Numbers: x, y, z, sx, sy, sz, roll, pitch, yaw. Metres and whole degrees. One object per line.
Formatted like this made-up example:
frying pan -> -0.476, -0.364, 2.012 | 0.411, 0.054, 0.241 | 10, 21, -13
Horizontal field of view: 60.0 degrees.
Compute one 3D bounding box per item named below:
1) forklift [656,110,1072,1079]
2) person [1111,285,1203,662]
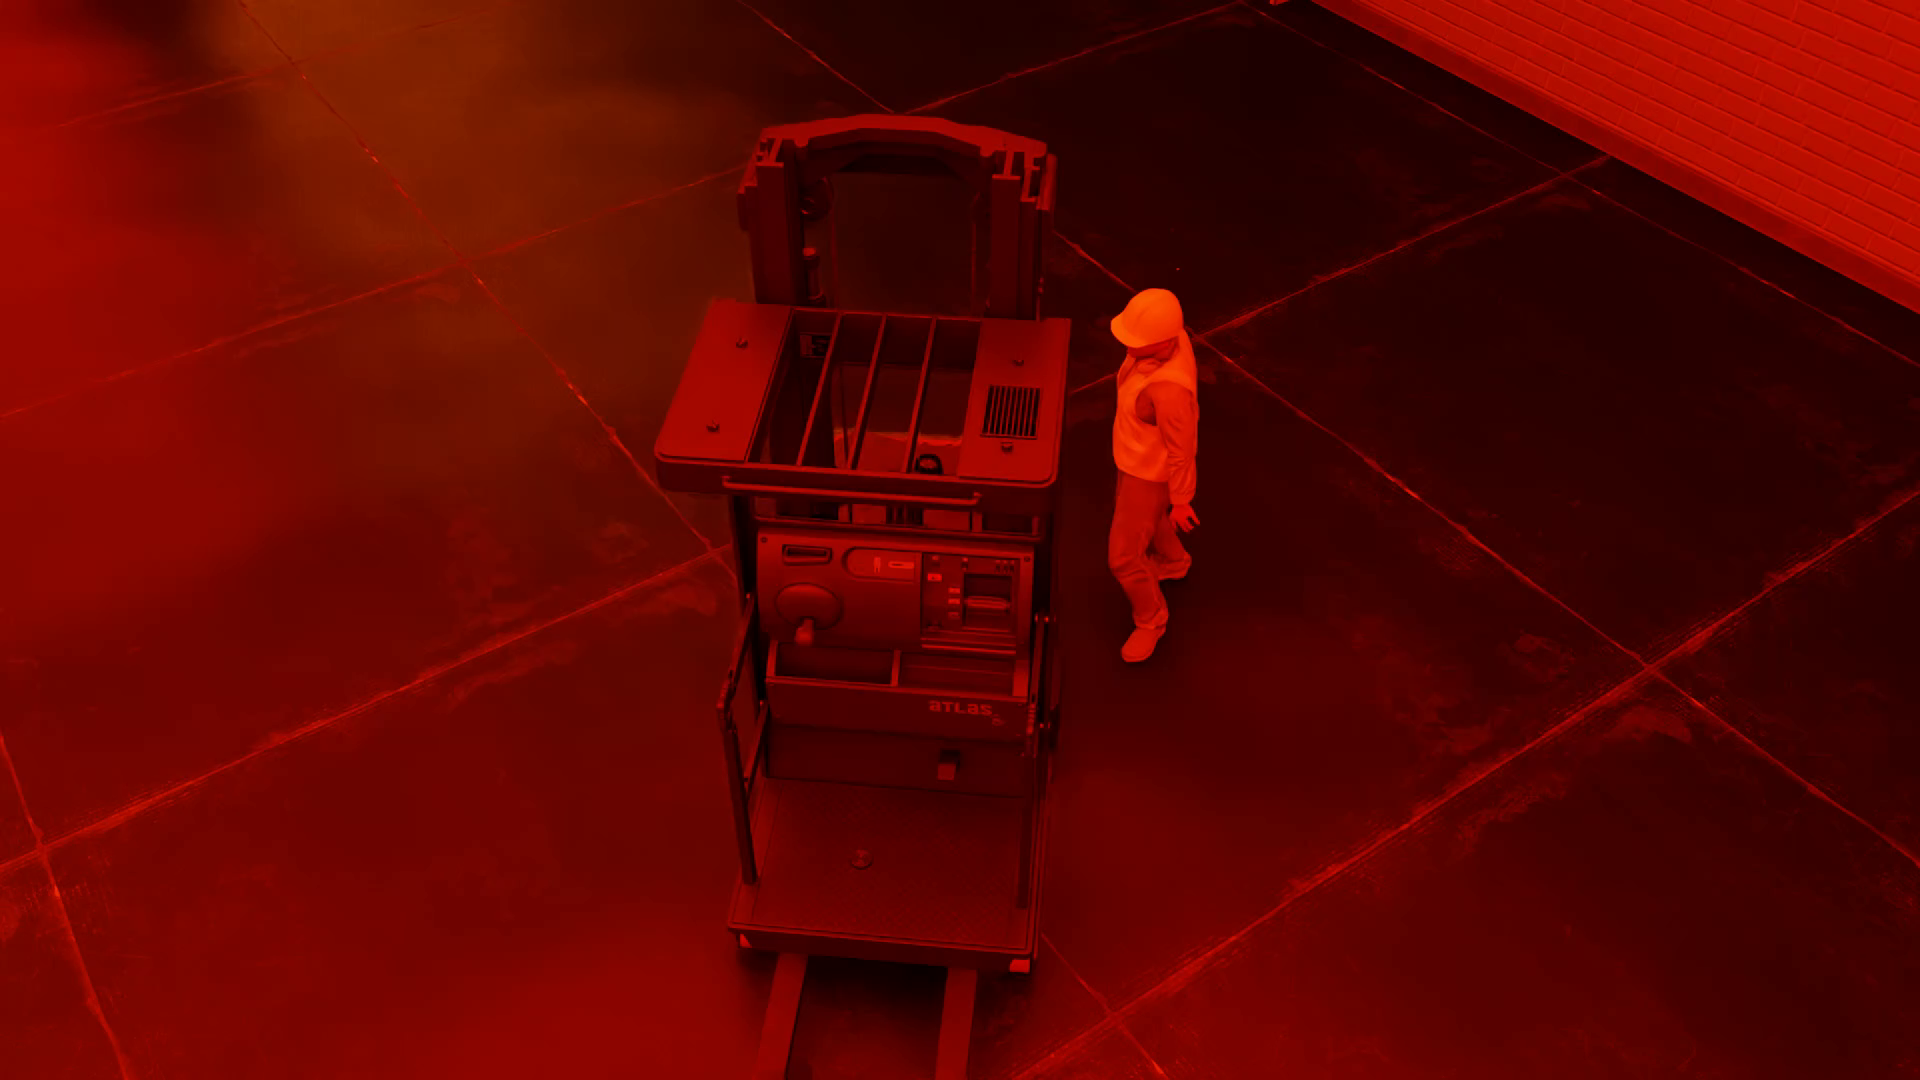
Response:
forklift -> -0.237, 0.251, 5.443 | 1.130, 2.935, 3.031 | 4, 43, 4
person -> 0.826, -0.368, 7.024 | 0.468, 1.745, 0.867 | 1, 43, 1
